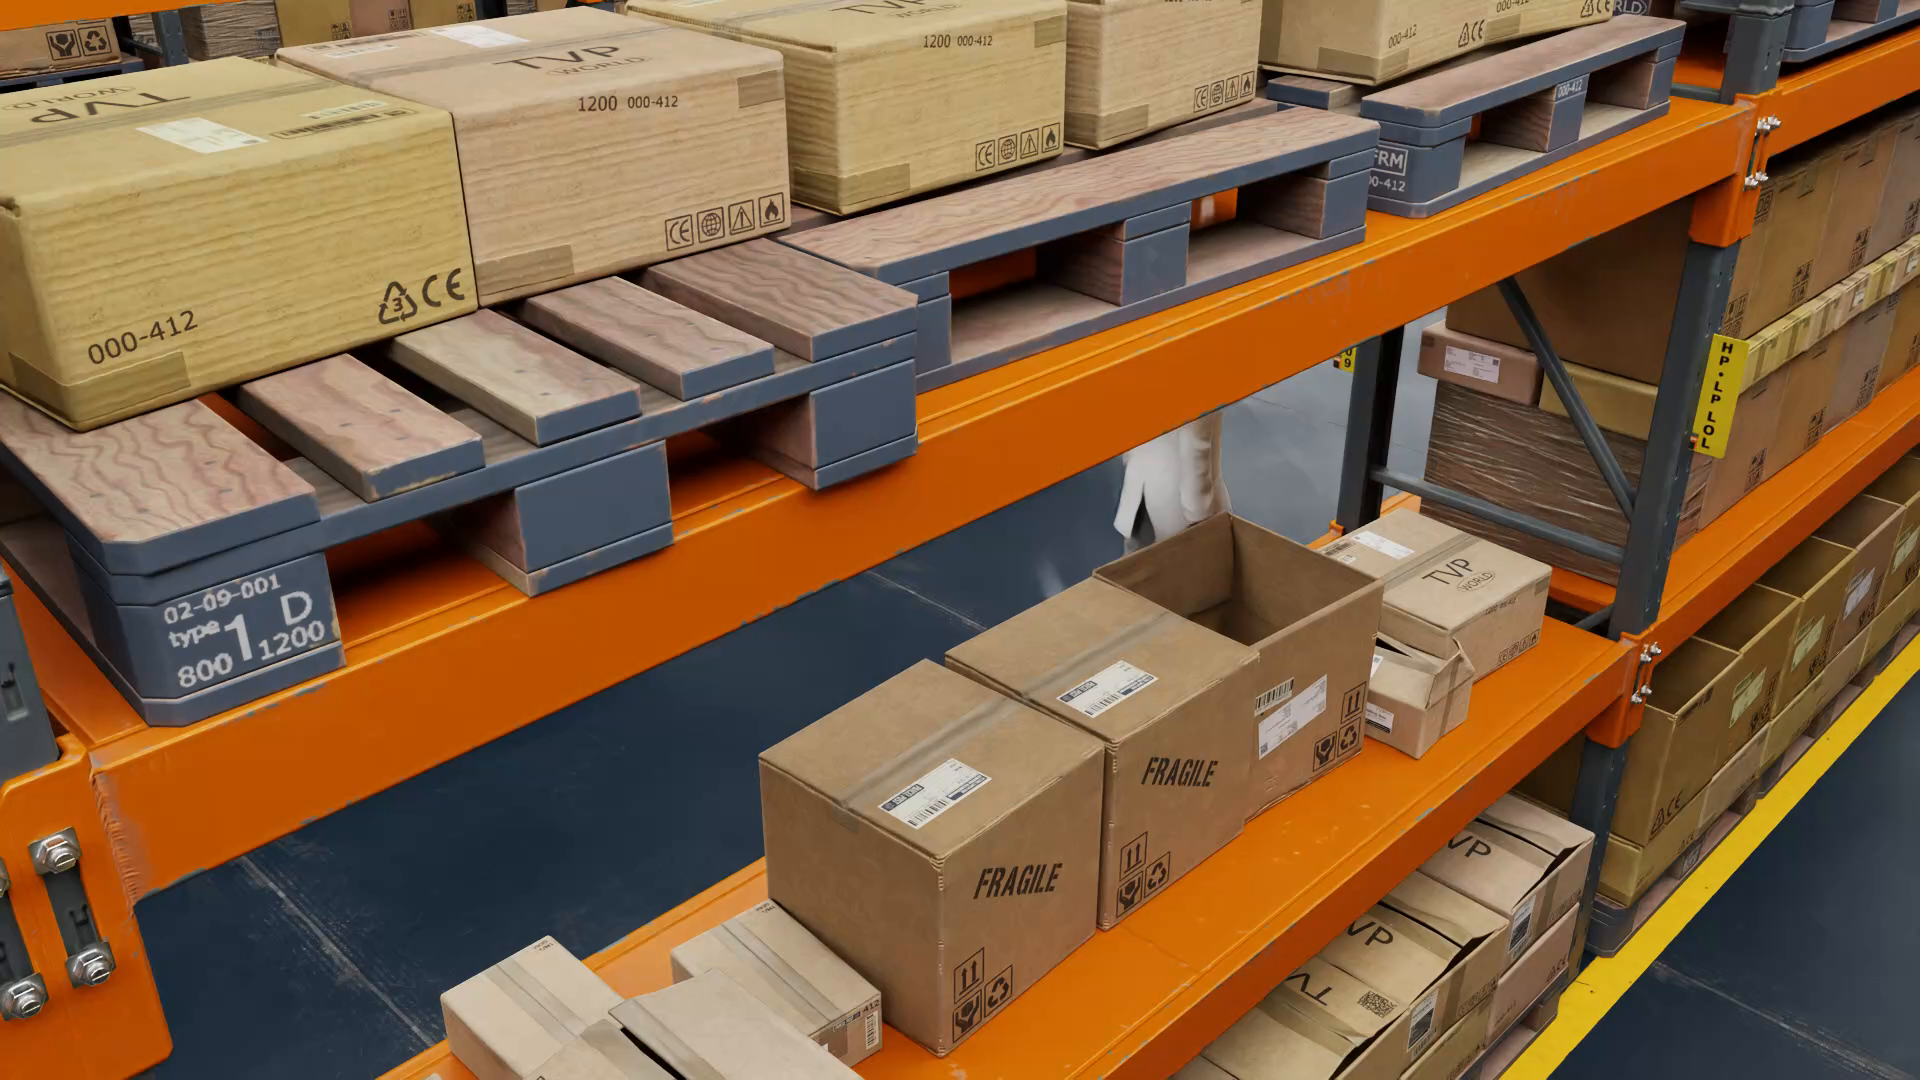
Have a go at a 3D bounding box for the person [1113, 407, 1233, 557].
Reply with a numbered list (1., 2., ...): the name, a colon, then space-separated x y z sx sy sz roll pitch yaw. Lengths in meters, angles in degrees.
1. person: 0.903 -0.224 6.560 0.798 1.775 0.613 -16 31 -28
